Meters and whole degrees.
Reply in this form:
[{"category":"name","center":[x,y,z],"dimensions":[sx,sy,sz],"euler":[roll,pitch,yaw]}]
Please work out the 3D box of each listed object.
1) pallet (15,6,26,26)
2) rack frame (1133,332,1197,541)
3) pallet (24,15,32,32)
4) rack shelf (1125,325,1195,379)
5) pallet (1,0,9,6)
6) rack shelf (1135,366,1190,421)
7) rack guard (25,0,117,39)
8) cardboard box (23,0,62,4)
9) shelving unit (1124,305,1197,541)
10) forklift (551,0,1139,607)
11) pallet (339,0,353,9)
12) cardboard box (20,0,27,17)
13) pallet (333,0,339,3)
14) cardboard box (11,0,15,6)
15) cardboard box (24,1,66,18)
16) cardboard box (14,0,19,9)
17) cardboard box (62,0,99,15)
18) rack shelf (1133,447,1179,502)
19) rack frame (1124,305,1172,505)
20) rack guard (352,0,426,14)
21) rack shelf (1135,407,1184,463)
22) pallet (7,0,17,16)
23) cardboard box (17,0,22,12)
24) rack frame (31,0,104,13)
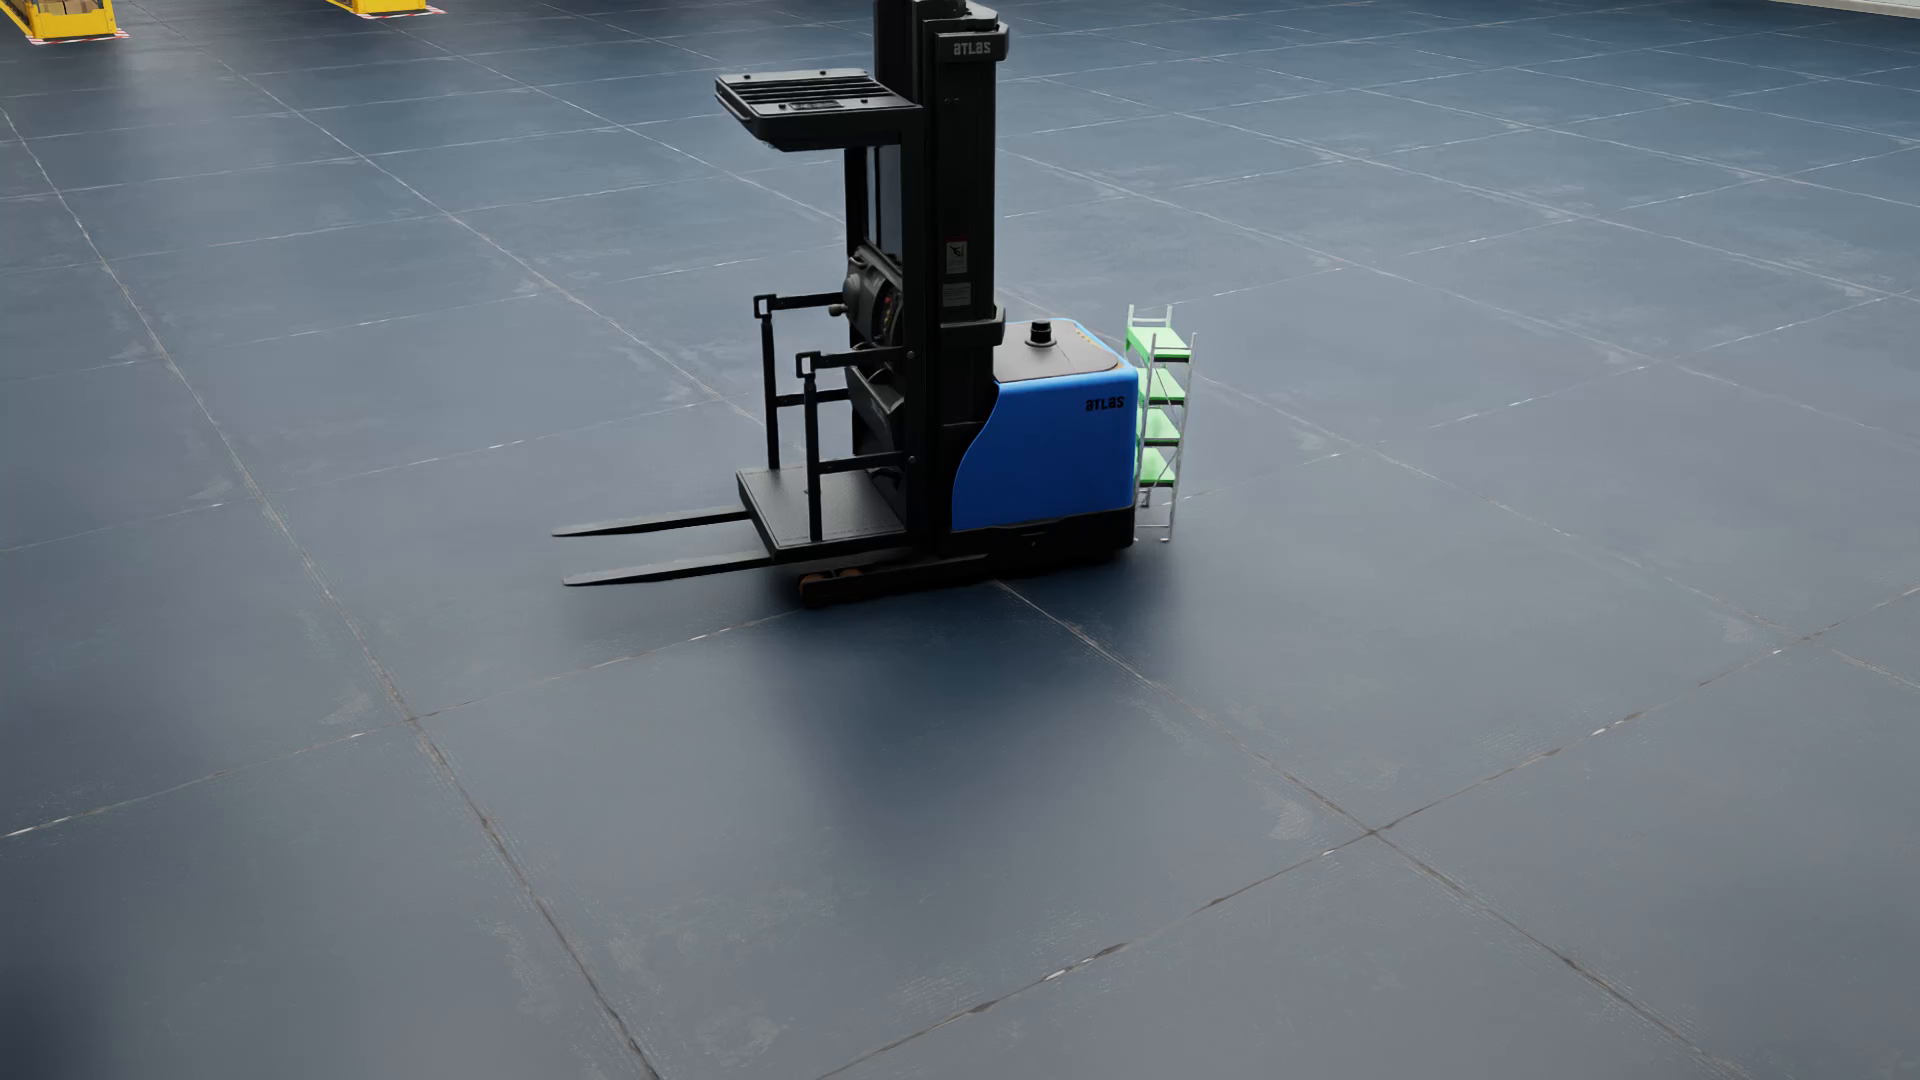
[{"category":"pallet","center":[-14.945,-8.700,27.432],"dimensions":[1.003,0.211,1.213],"euler":[-16,29,-30]},{"category":"rack frame","center":[1.090,-0.541,8.974],"dimensions":[0.240,1.200,0.015],"euler":[-1,25,-9]},{"category":"pallet","center":[-14.283,-8.264,26.509],"dimensions":[1.003,0.211,1.213],"euler":[-16,29,-30]},{"category":"rack shelf","center":[1.078,-1.022,9.018],"dimensions":[0.258,0.148,0.480],"euler":[-1,25,-9]},{"category":"pallet","center":[-16.449,-9.686,29.520],"dimensions":[1.003,0.211,1.213],"euler":[-16,29,-30]},{"category":"rack shelf","center":[1.064,-0.804,9.118],"dimensions":[0.258,0.148,0.480],"euler":[-1,25,-9]},{"category":"rack guard","center":[-13.817,-8.123,25.870],"dimensions":[1.175,0.500,0.348],"euler":[-16,29,-30]},{"category":"cardboard box","center":[-14.372,-8.670,25.952],"dimensions":[0.500,0.500,0.500],"euler":[-16,29,-30]},{"category":"shelving unit","center":[1.053,-0.644,9.192],"dimensions":[0.258,1.200,0.503],"euler":[-1,25,-9]},{"category":"forklift","center":[-0.630,-1.236,8.435],"dimensions":[3.031,2.935,1.130],"euler":[-8,26,-16]},{"category":"pallet","center":[-10.198,-9.462,29.045],"dimensions":[1.003,0.211,1.213],"euler":[-16,29,-30]},{"category":"cardboard box","center":[-14.653,-8.507,26.486],"dimensions":[0.500,0.250,0.500],"euler":[-16,29,-30]},{"category":"pallet","center":[-10.860,-9.898,29.969],"dimensions":[1.003,0.211,1.213],"euler":[-16,29,-30]},{"category":"cardboard box","center":[-15.477,-9.042,27.619],"dimensions":[0.500,0.250,0.500],"euler":[-16,29,-30]},{"category":"cardboard box","center":[-14.370,-8.331,26.113],"dimensions":[0.500,0.250,0.500],"euler":[-16,29,-30]},{"category":"cardboard box","center":[-15.199,-8.865,27.243],"dimensions":[0.500,0.250,0.500],"euler":[-16,29,-30]},{"category":"cardboard box","center":[-13.936,-8.452,26.368],"dimensions":[0.500,0.250,0.500],"euler":[-16,29,-30]},{"category":"rack shelf","center":[1.034,-0.369,9.319],"dimensions":[0.258,0.148,0.480],"euler":[-1,25,-9]},{"category":"rack frame","center":[1.016,-0.748,9.410],"dimensions":[0.240,1.200,0.015],"euler":[-1,25,-9]},{"category":"rack guard","center":[-9.759,-9.300,28.365],"dimensions":[1.175,0.500,0.348],"euler":[-16,29,-30]},{"category":"rack shelf","center":[1.049,-0.587,9.218],"dimensions":[0.258,0.148,0.480],"euler":[-1,25,-9]},{"category":"pallet","center":[-15.615,-9.137,28.358],"dimensions":[1.003,0.211,1.213],"euler":[-16,29,-30]},{"category":"cardboard box","center":[-14.928,-8.685,26.864],"dimensions":[0.500,0.250,0.500],"euler":[-16,29,-30]},{"category":"rack frame","center":[-13.830,-9.262,25.355],"dimensions":[1.000,3.000,0.127],"euler":[-16,29,-30]}]
